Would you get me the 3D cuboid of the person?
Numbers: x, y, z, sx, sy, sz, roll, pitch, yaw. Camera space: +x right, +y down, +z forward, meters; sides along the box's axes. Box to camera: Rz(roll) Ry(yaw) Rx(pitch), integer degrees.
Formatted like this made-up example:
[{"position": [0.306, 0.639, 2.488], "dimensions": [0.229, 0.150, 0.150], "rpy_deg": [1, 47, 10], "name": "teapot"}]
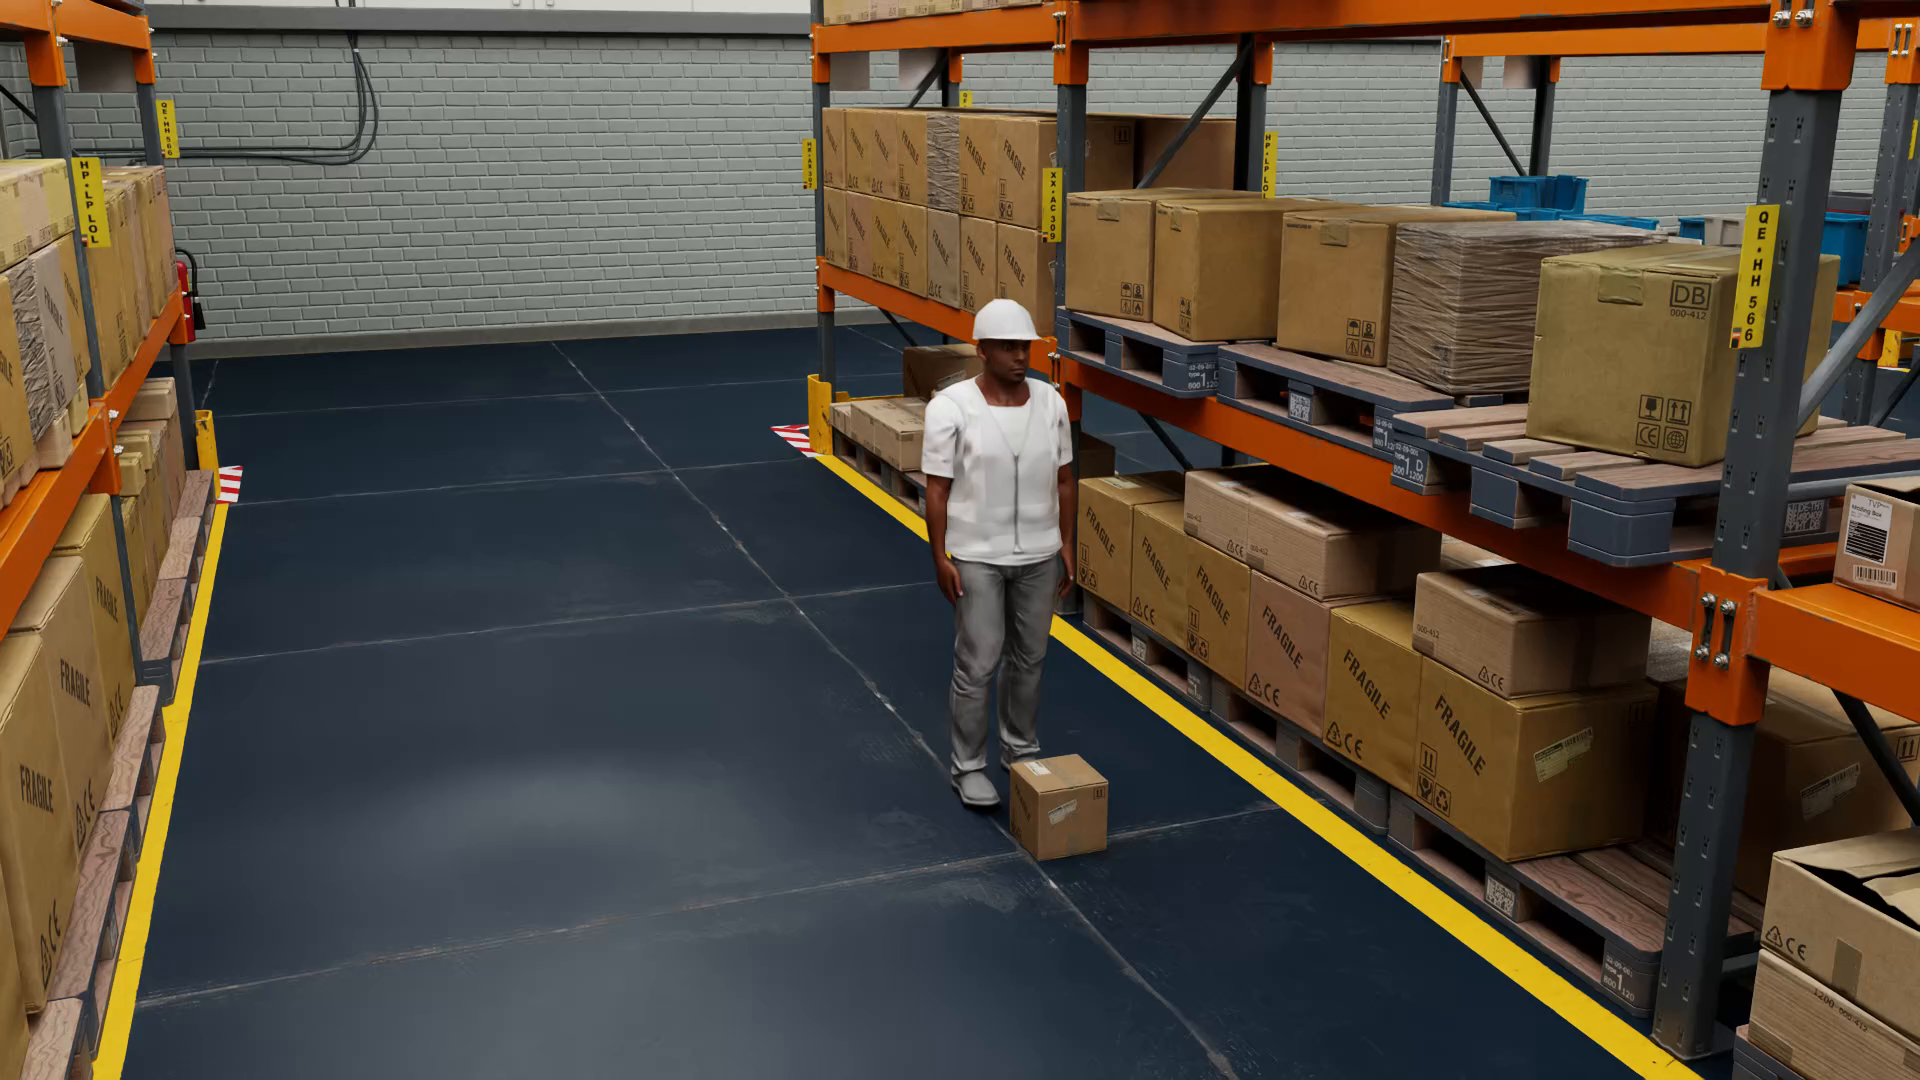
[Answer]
[{"position": [0.159, 0.062, 5.809], "dimensions": [0.564, 1.789, 0.418], "rpy_deg": [-6, 16, -20], "name": "person"}]
